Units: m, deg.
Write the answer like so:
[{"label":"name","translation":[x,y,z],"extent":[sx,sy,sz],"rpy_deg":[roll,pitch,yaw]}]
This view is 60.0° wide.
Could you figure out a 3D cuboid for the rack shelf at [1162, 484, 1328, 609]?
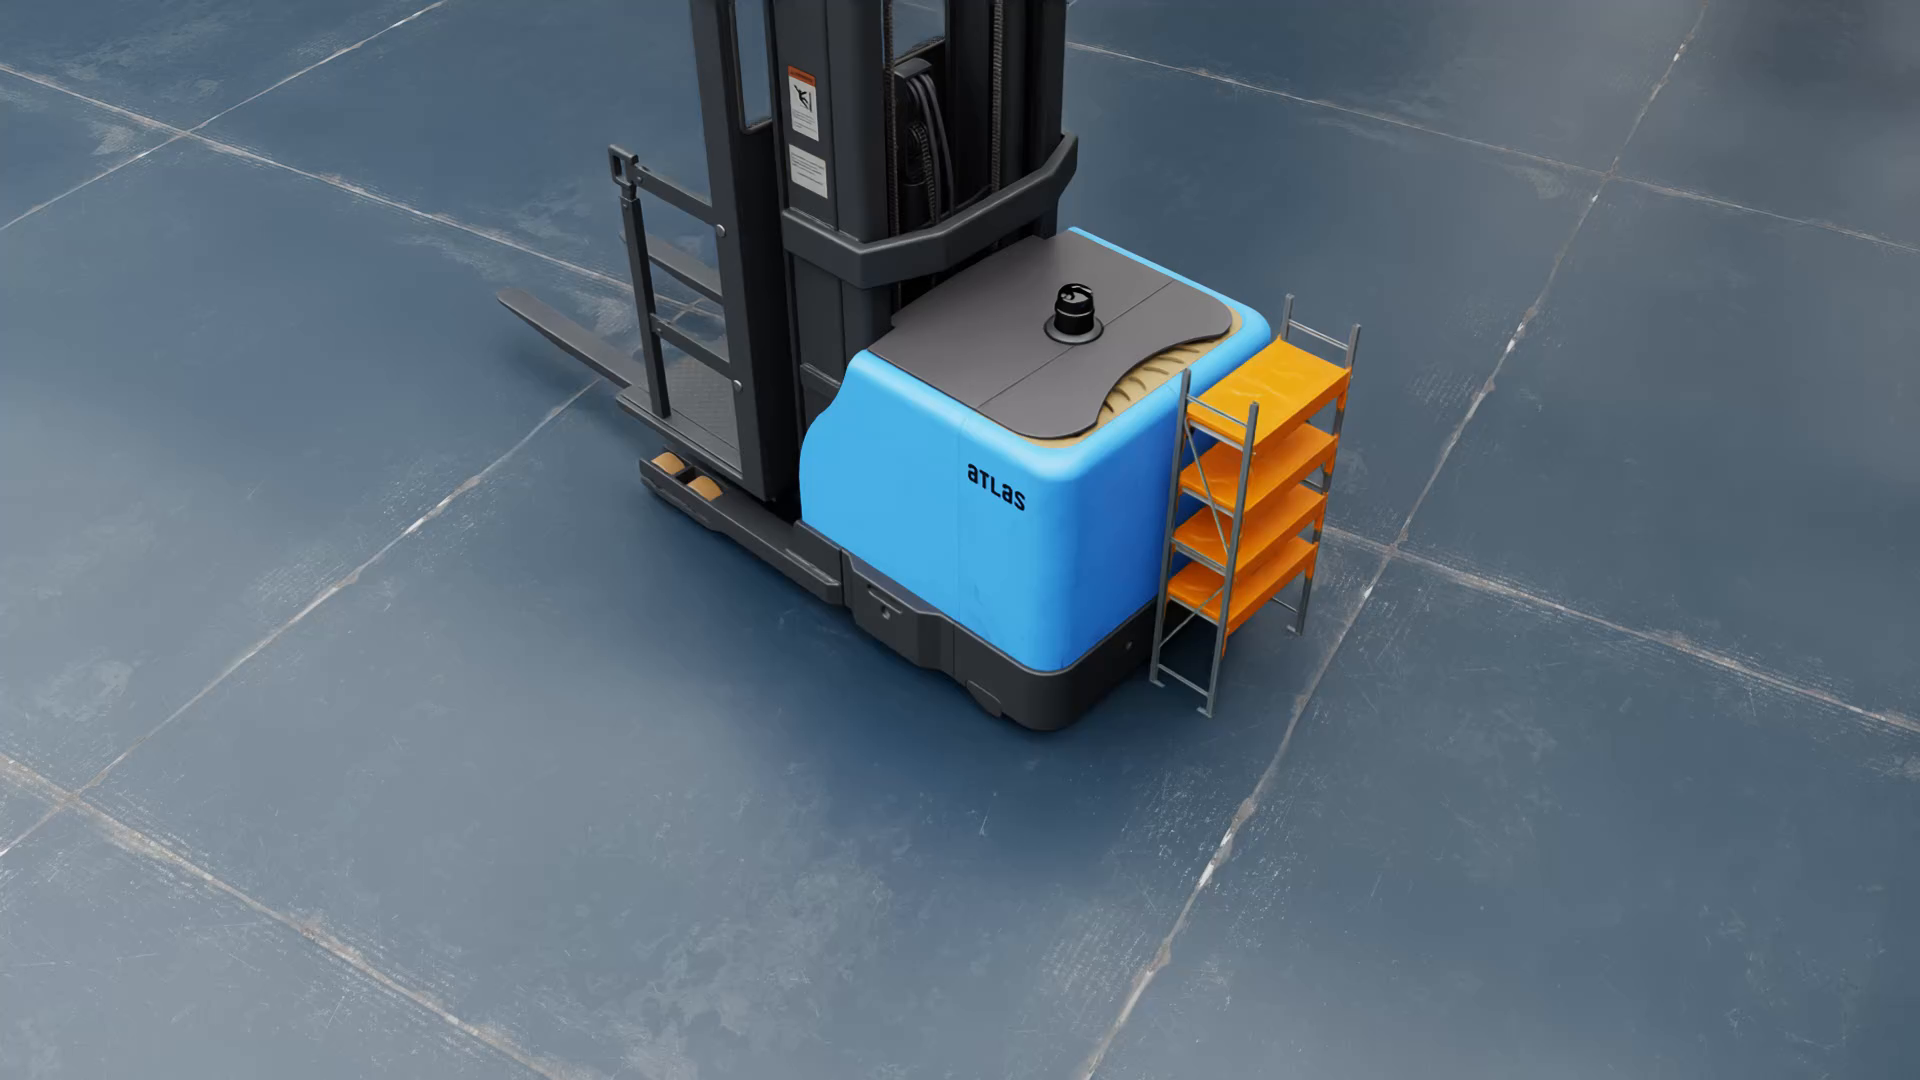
[{"label":"rack shelf","translation":[0.854,-0.024,4.972],"extent":[0.258,0.148,0.480],"rpy_deg":[31,50,30]}]

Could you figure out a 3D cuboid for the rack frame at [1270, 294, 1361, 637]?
[{"label":"rack frame","translation":[1.019,-0.194,5.062],"extent":[0.240,1.200,0.015],"rpy_deg":[31,50,30]}]

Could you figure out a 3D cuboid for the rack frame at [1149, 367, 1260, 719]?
[{"label":"rack frame","translation":[0.689,0.044,4.792],"extent":[0.240,1.200,0.015],"rpy_deg":[31,50,30]}]

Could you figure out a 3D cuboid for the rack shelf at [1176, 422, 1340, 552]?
[{"label":"rack shelf","translation":[0.854,-0.192,4.824],"extent":[0.258,0.148,0.480],"rpy_deg":[31,50,30]}]

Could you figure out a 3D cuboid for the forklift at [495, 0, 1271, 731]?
[{"label":"forklift","translation":[-0.490,-1.380,5.099],"extent":[3.031,2.935,1.130],"rpy_deg":[32,50,31]}]

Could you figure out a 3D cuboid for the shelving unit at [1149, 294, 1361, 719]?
[{"label":"shelving unit","translation":[0.854,-0.075,4.927],"extent":[0.258,1.200,0.503],"rpy_deg":[31,50,30]}]

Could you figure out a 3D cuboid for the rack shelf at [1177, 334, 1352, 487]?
[{"label":"rack shelf","translation":[0.854,-0.370,4.667],"extent":[0.258,0.148,0.480],"rpy_deg":[31,50,30]}]

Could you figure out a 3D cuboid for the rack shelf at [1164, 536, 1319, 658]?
[{"label":"rack shelf","translation":[0.854,0.125,5.103],"extent":[0.258,0.148,0.480],"rpy_deg":[31,50,30]}]
